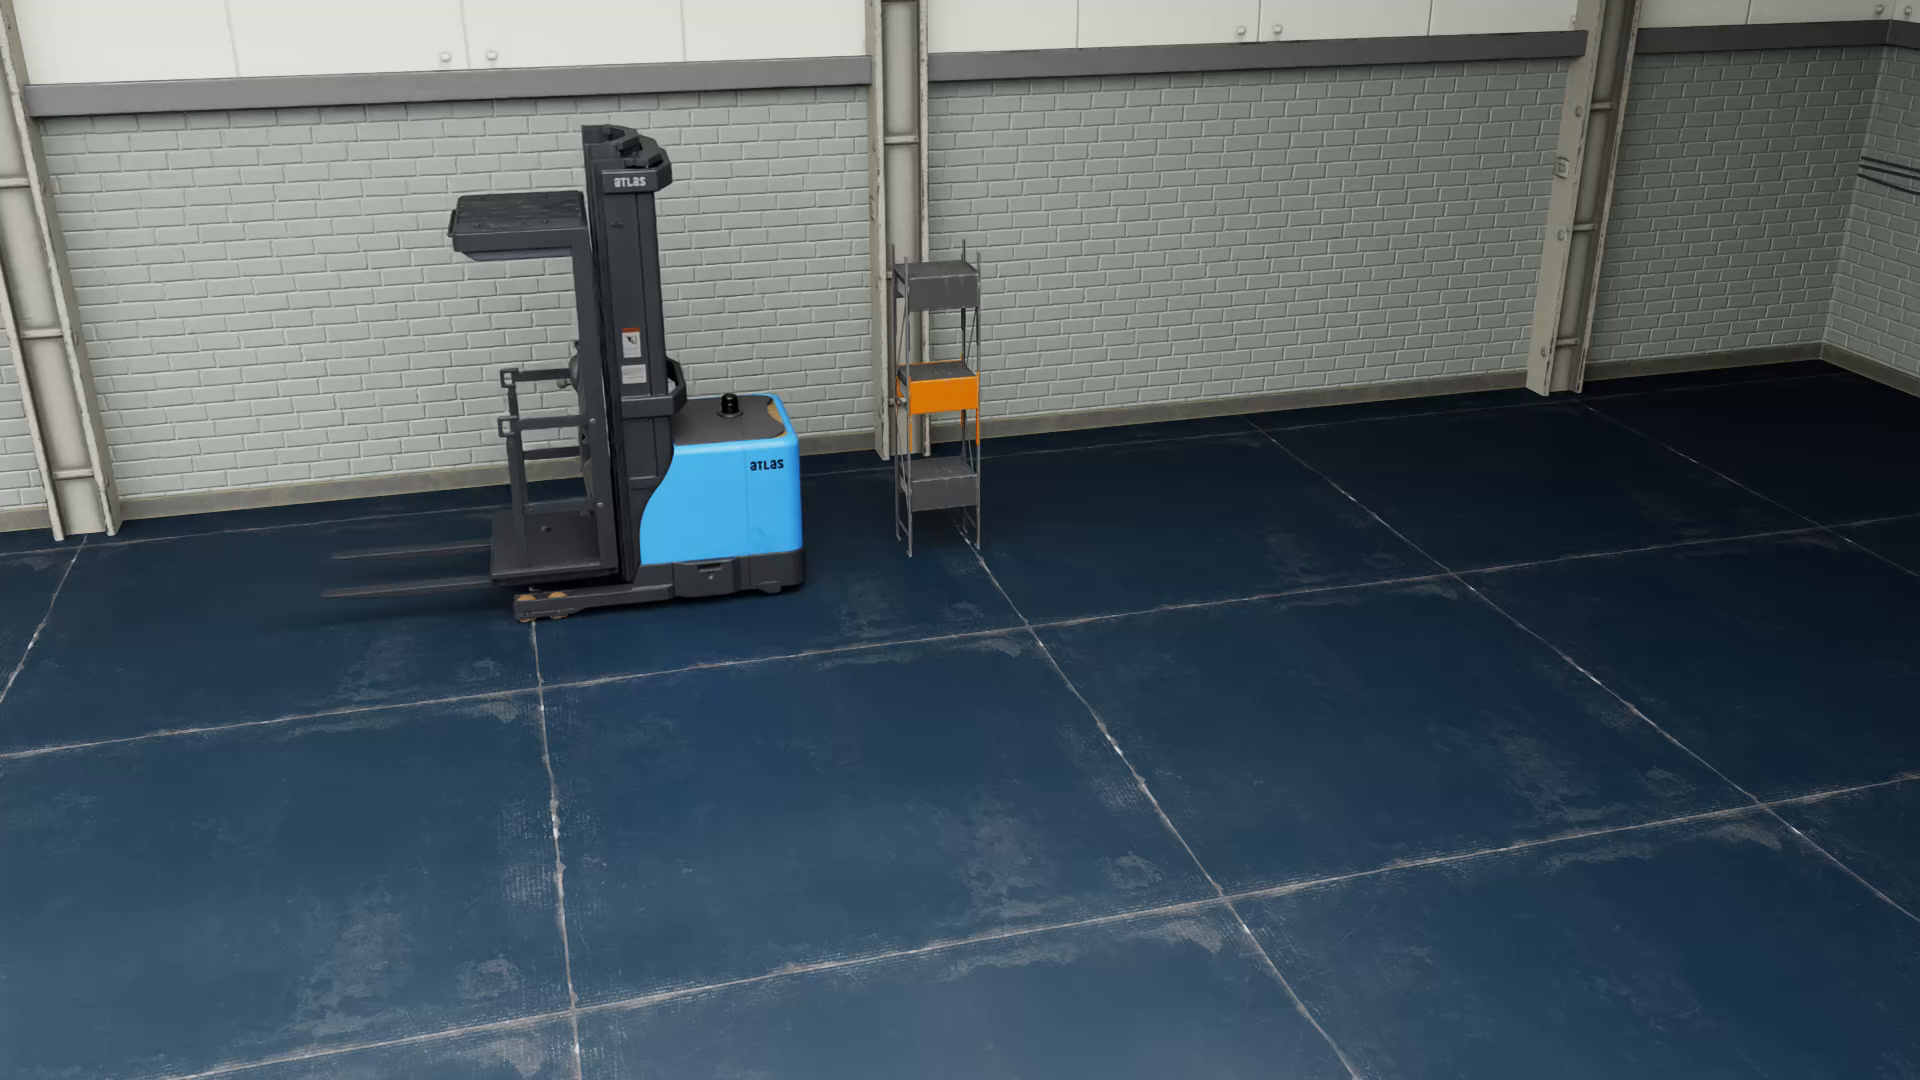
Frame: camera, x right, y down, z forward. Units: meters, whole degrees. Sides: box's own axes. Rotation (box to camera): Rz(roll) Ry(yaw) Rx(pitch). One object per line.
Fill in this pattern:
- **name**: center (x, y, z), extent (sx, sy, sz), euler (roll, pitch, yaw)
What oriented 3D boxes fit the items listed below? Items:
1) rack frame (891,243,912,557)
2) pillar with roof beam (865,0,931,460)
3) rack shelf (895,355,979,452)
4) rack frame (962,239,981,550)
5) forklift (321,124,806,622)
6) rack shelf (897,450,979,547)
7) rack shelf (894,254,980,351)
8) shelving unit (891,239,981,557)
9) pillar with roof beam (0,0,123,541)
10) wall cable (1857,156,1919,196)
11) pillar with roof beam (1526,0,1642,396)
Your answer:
- **rack frame**: center (-0.394, -0.921, 11.234), extent (0.015, 2.100, 0.400), euler (-6, 24, -14)
- **pillar with roof beam**: center (0.698, -3.215, 7.830), extent (0.400, 9.000, 9.100), euler (-6, 24, -14)
- **rack shelf**: center (-0.159, -0.935, 11.300), extent (0.480, 0.518, 0.431), euler (-6, 24, -14)
- **rack frame**: center (0.076, -0.973, 11.355), extent (0.015, 2.100, 0.400), euler (-6, 24, -14)
- **forklift**: center (-2.588, -1.057, 10.496), extent (3.031, 2.935, 1.130), euler (-5, 24, -12)
- **rack shelf**: center (-0.159, -0.291, 11.576), extent (0.480, 0.518, 0.431), euler (-6, 24, -14)
- **rack shelf**: center (-0.159, -1.578, 11.024), extent (0.480, 0.518, 0.431), euler (-6, 24, -14)
- **shelving unit**: center (-0.159, -0.947, 11.295), extent (0.503, 2.100, 0.431), euler (-6, 24, -14)
- **pillar with roof beam**: center (-5.079, -2.576, 6.340), extent (0.400, 9.000, 9.100), euler (-6, 24, -14)
- **wall cable**: center (8.506, -3.873, 13.302), extent (0.112, 2.526, 3.097), euler (-6, 24, -14)
- **pillar with roof beam**: center (6.475, -3.854, 9.319), extent (0.400, 9.000, 9.100), euler (-6, 24, -14)
